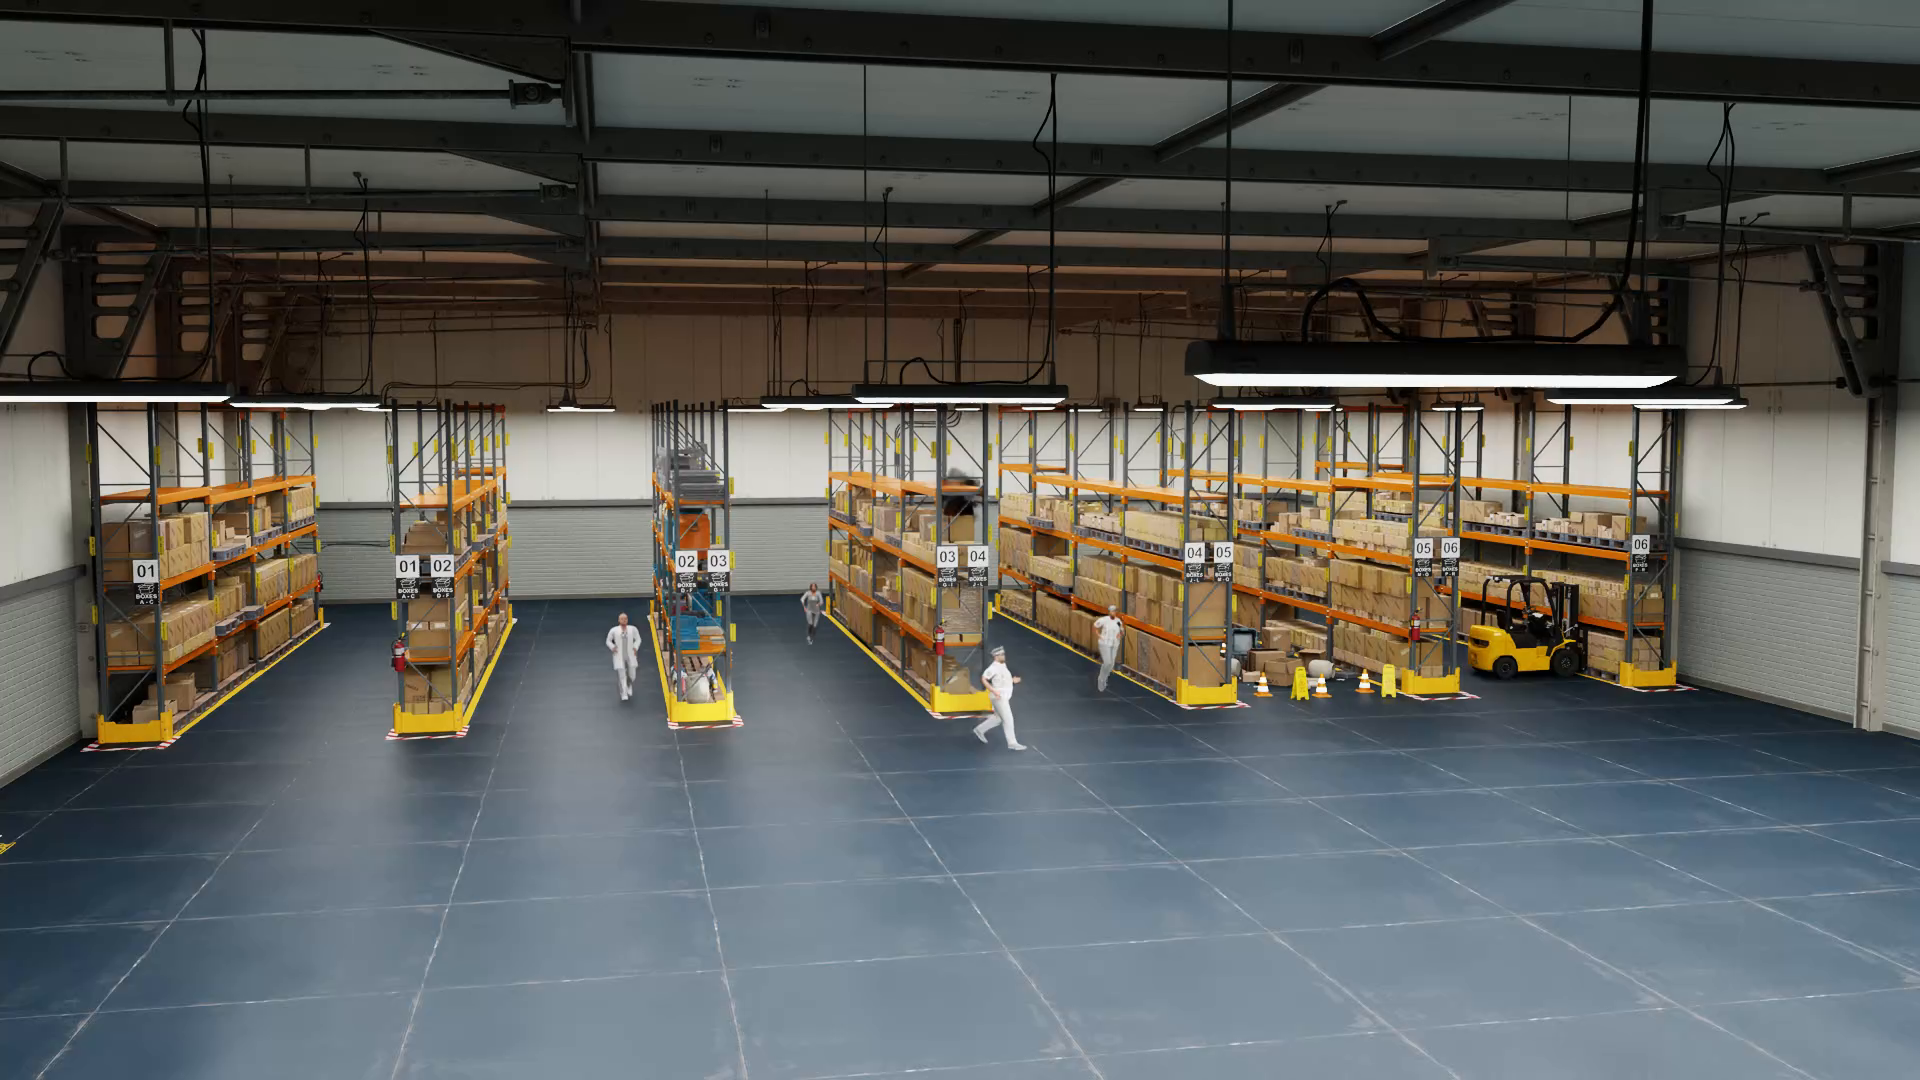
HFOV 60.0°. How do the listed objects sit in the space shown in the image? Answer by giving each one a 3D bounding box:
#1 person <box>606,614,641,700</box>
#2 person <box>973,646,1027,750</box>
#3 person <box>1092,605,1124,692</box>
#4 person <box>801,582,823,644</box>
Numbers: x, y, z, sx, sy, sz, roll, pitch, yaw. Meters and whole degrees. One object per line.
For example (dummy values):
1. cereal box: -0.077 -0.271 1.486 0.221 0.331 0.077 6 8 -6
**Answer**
1. person: -6.733 2.341 33.357 0.705 1.727 0.661 -1 5 -19
2. person: 0.674 2.681 28.411 0.980 1.758 0.669 1 4 15
3. person: 3.017 2.163 33.375 0.608 1.719 0.549 -2 5 -28
4. person: -3.654 1.821 41.295 0.531 1.555 0.639 -1 4 -14
